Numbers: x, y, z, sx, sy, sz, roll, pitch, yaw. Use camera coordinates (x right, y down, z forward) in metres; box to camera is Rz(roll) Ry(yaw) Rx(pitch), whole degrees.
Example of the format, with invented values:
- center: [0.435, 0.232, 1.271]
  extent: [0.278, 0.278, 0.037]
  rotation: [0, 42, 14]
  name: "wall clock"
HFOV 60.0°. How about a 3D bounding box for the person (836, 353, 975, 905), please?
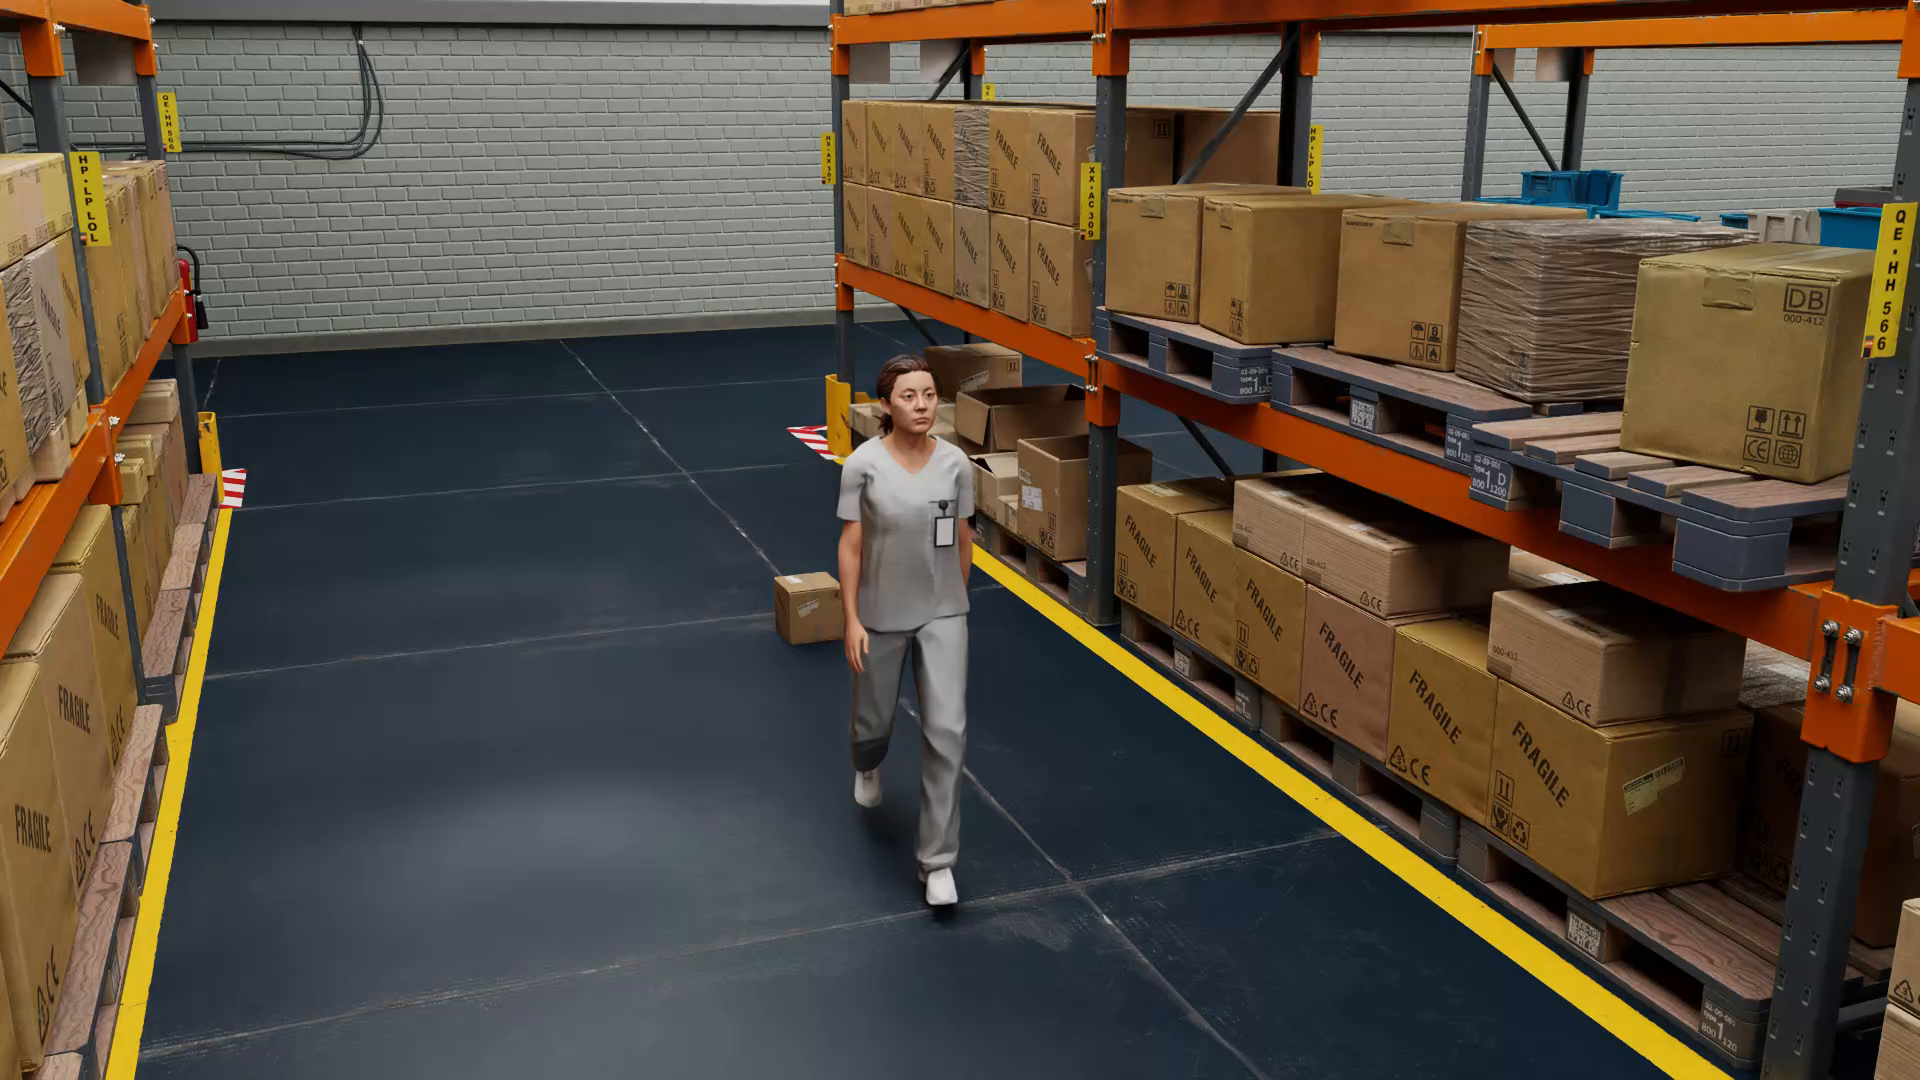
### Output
- center: [-0.165, 0.225, 5.200]
  extent: [0.438, 1.631, 0.923]
  rotation: [-2, 16, -9]
  name: "person"
